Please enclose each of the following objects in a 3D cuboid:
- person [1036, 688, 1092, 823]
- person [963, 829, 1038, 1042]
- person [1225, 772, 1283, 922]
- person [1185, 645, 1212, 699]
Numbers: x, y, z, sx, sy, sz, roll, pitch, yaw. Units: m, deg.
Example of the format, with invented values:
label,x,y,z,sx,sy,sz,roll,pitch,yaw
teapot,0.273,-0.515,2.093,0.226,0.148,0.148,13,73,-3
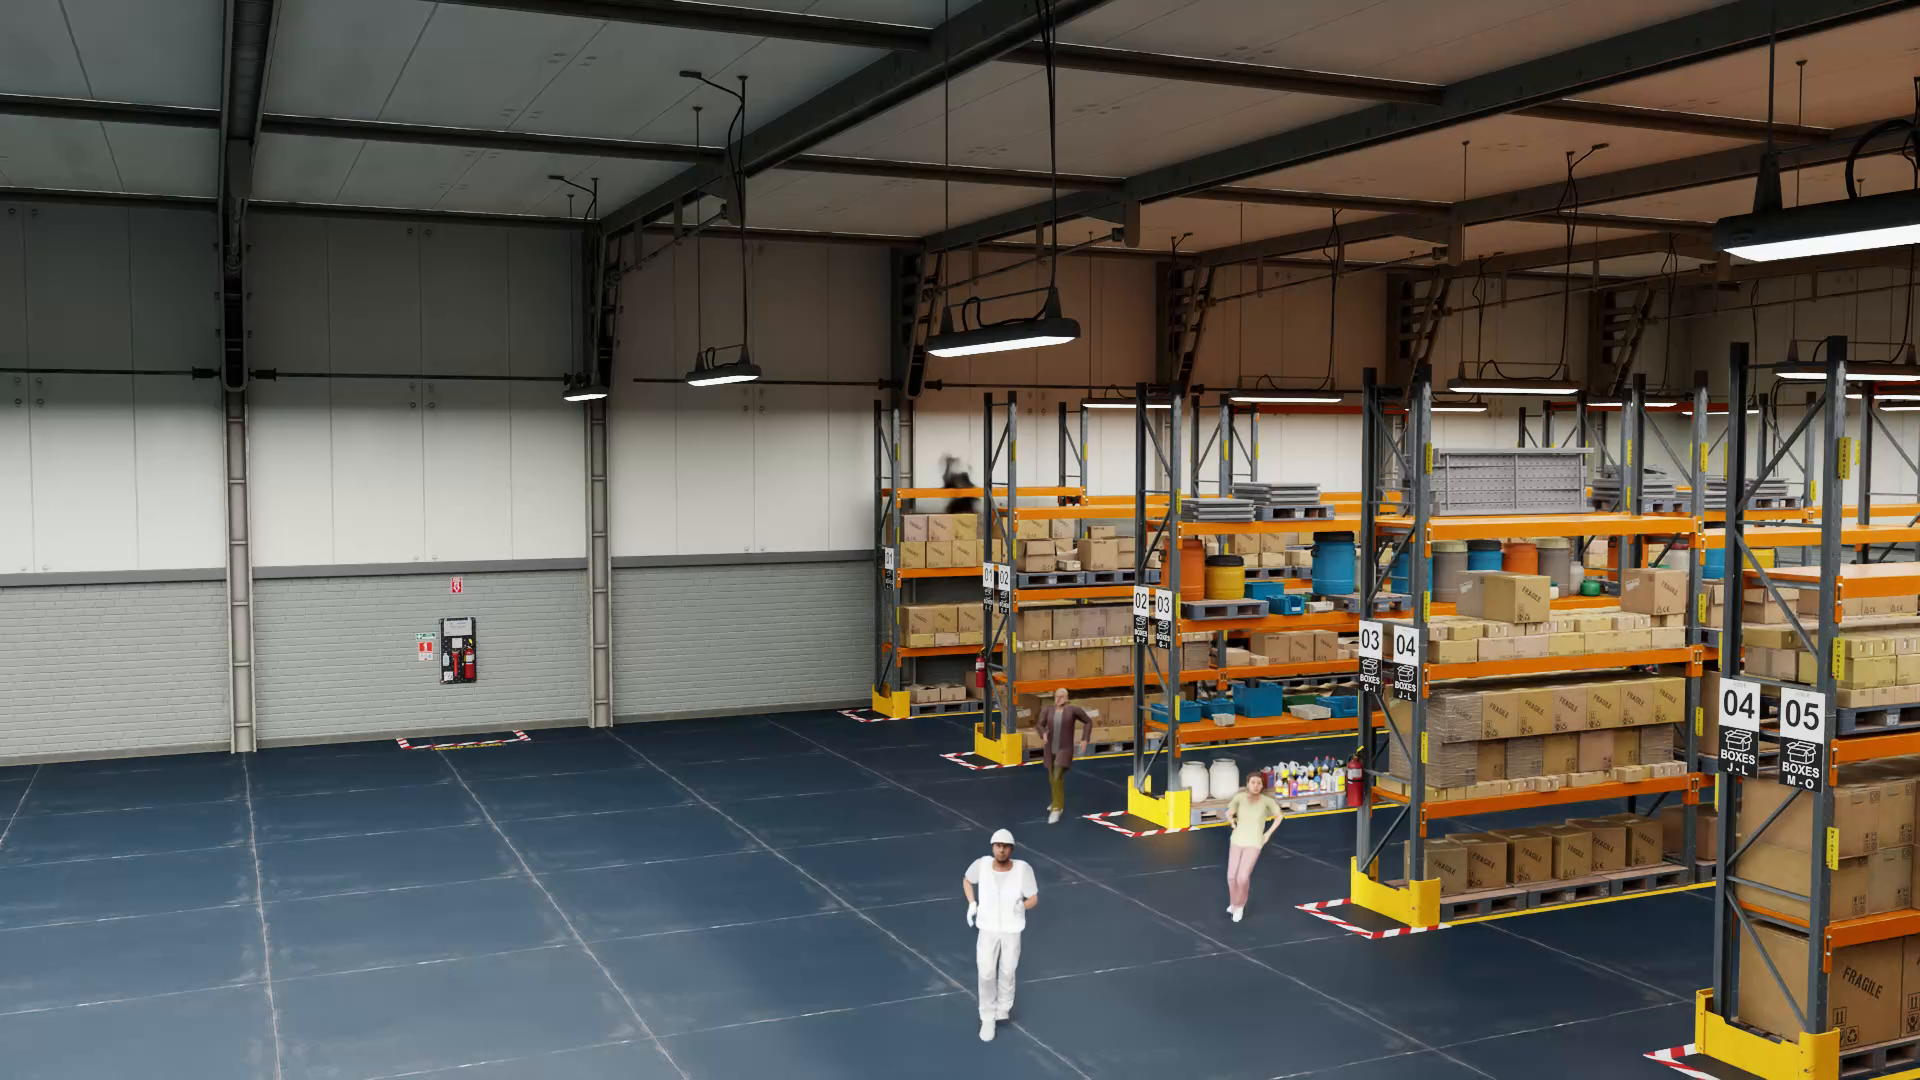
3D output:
label,x,y,z,sx,sy,sz,roll,pitch,yaw
person,1.410,3.051,22.928,0.744,1.654,0.818,2,4,28
person,0.356,3.435,14.532,0.654,1.834,0.764,0,3,0
person,3.134,3.307,17.949,0.589,1.643,0.617,2,4,27
person,4.322,2.442,30.929,0.945,1.807,0.679,-2,4,-26
